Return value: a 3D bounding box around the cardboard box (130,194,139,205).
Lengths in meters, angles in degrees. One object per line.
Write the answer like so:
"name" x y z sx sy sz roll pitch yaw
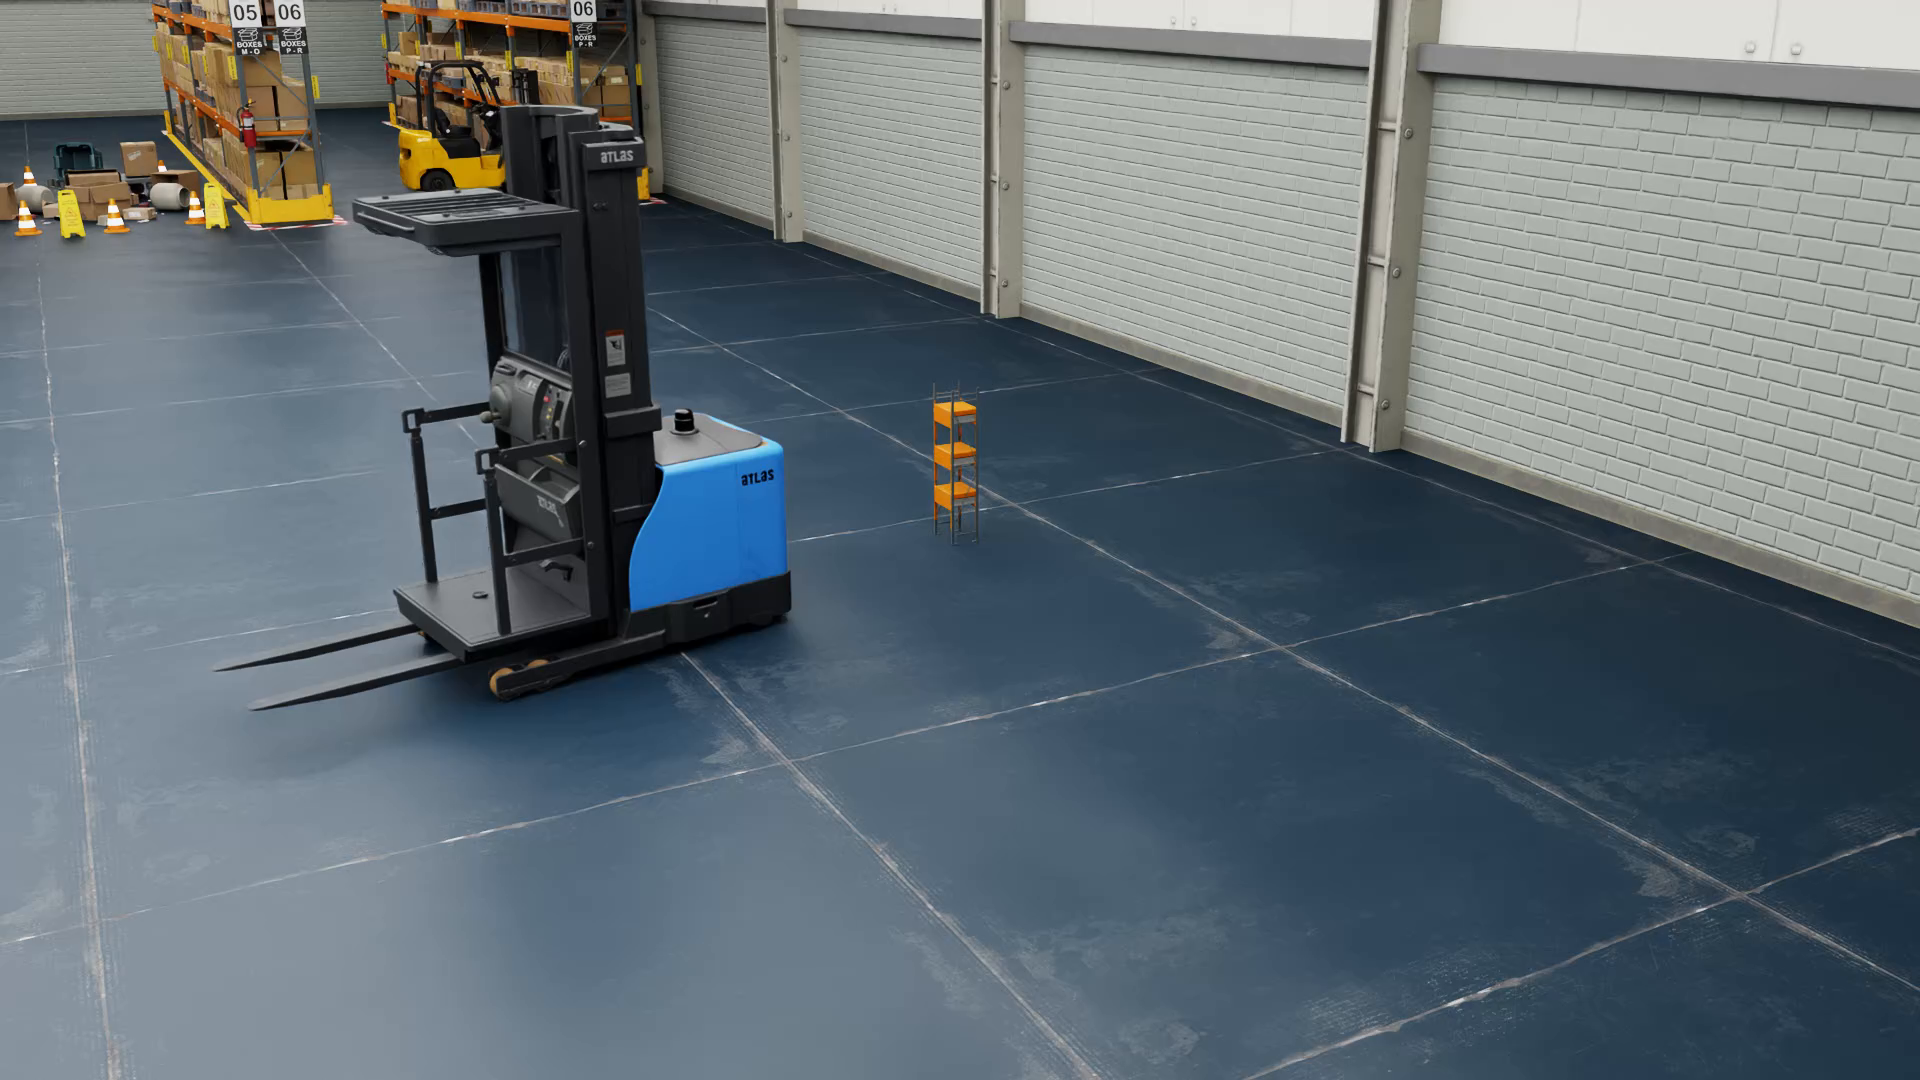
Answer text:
"cardboard box" -13.474 -5.534 26.763 0.396 0.266 0.258 7 20 20

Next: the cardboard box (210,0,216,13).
"cardboard box" -11.283 -8.275 25.690 0.500 0.250 0.500 -10 21 -26

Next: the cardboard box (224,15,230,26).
"cardboard box" -10.635 -7.670 24.546 0.380 0.149 0.250 -10 21 -26

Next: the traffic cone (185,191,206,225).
"traffic cone" -11.412 -4.969 24.823 0.336 0.463 0.334 -10 21 -27

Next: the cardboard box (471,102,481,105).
"cardboard box" -10.323 -9.357 35.844 0.380 0.149 0.250 -10 21 -26

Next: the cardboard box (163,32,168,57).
"cardboard box" -16.722 -10.594 35.548 0.500 0.500 0.500 -10 21 -26

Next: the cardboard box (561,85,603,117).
"cardboard box" -6.171 -7.163 27.137 0.500 0.500 0.500 -11 22 -28

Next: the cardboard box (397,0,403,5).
"cardboard box" -12.592 -12.254 37.831 0.380 0.149 0.250 -10 21 -26

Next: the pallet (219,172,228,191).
"pallet" -12.343 -6.298 29.060 1.003 0.211 1.213 -10 21 -27

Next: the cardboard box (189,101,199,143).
"cardboard box" -15.406 -8.718 34.412 0.875 0.875 0.875 -9 21 -25

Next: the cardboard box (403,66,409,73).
"cardboard box" -12.678 -10.902 38.513 0.380 0.149 0.250 -9 21 -25

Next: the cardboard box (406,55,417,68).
"cardboard box" -12.337 -10.925 37.966 0.500 0.250 0.500 -10 21 -27

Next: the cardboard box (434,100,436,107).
"cardboard box" -11.468 -9.639 36.661 0.380 0.149 0.250 -9 21 -24

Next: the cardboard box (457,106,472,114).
"cardboard box" -10.291 -8.976 34.740 0.380 0.149 0.250 -9 21 -25

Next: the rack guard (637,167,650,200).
"rack guard" -5.694 -5.826 27.250 1.175 0.500 0.348 -10 21 -27

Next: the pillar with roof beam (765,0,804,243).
"pillar with roof beam" -6.183 -7.801 19.943 9.100 9.000 0.400 -10 21 -27

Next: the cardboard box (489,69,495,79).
"cardboard box" -8.552 -8.724 31.279 0.500 0.250 0.500 -10 21 -26

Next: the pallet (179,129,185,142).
"pallet" -16.646 -8.953 36.753 1.003 0.211 1.213 -10 21 -27

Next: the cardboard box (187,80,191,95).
"cardboard box" -14.596 -8.720 32.033 0.500 0.250 0.500 -10 21 -26

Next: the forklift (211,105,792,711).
"forklift" -2.458 -0.740 8.783 3.031 2.935 1.130 -14 24 -36

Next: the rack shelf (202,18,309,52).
"rack shelf" -11.022 -7.897 25.923 1.077 0.370 4.000 -10 21 -27

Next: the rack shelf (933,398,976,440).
"rack shelf" -0.025 -0.770 10.916 0.215 0.259 0.240 -10 21 -27

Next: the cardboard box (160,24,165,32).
"cardboard box" -17.046 -11.068 35.928 0.380 0.149 0.250 -11 22 -28

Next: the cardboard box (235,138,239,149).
"cardboard box" -11.032 -6.162 25.818 0.380 0.149 0.250 -10 21 -26

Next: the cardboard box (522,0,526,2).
"cardboard box" -7.294 -9.312 28.508 0.380 0.149 0.250 -9 21 -25

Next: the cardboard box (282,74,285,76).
"cardboard box" -11.291 -7.345 27.210 0.500 0.500 0.500 -9 21 -25

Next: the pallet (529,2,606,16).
"pallet" -6.602 -8.949 28.003 1.003 0.211 1.213 -10 21 -27

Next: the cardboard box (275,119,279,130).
"cardboard box" -10.184 -6.326 25.251 0.380 0.149 0.250 -10 21 -26

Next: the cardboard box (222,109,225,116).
"cardboard box" -11.939 -7.070 27.407 0.380 0.149 0.250 -9 21 -25

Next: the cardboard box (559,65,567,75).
"cardboard box" -6.354 -7.716 27.292 0.380 0.149 0.250 -9 21 -25

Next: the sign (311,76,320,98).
"sign" -9.595 -6.738 24.733 0.100 0.325 0.005 -10 21 -27

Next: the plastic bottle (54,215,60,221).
"plastic bottle" -13.613 -4.875 25.166 0.283 0.061 0.133 16 25 39

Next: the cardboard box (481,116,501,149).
"cardboard box" -8.903 -8.020 32.771 0.875 0.625 0.625 -9 21 -25

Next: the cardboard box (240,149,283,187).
"cardboard box" -10.682 -5.688 25.438 0.500 0.500 0.500 -10 21 -26

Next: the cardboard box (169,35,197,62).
"cardboard box" -15.815 -10.039 33.939 0.500 0.500 0.500 -10 21 -26

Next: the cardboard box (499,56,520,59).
"cardboard box" -8.880 -9.462 32.805 0.380 0.149 0.250 -10 21 -27

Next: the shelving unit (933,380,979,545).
"shelving unit" -0.025 -0.512 11.005 0.215 1.050 0.252 -10 21 -27

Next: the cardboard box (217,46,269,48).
"cardboard box" -11.188 -7.460 26.010 0.700 0.500 0.500 -10 21 -27

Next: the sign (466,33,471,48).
"sign" -10.917 -11.094 36.908 0.100 0.325 0.005 -10 21 -27

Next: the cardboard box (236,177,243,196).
"cardboard box" -11.185 -5.633 26.430 0.500 0.250 0.500 -11 22 -29

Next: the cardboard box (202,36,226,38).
"cardboard box" -14.862 -9.824 33.318 0.500 0.500 0.500 -9 21 -25

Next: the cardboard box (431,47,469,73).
"cardboard box" -10.753 -10.158 35.174 0.700 0.500 0.500 -10 21 -27

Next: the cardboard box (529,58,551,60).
"cardboard box" -7.382 -8.387 29.236 0.380 0.149 0.250 -10 22 -28

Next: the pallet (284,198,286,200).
"pallet" -10.463 -5.187 25.841 1.003 0.211 1.213 -10 21 -27

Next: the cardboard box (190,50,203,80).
"cardboard box" -13.861 -8.763 30.675 0.500 0.500 0.500 -11 22 -28

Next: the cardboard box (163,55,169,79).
"cardboard box" -17.204 -10.413 36.558 0.500 0.500 0.500 -10 21 -27

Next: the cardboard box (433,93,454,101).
"cardboard box" -11.302 -9.712 36.418 0.380 0.149 0.250 -11 22 -29

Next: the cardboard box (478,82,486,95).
"cardboard box" -9.024 -8.783 32.217 0.500 0.250 0.500 -11 22 -28

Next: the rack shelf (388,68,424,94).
"rack shelf" -12.354 -10.694 38.626 1.077 0.370 4.000 -10 21 -27

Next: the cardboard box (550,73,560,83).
"cardboard box" -6.610 -7.720 27.757 0.380 0.149 0.250 -11 22 -28

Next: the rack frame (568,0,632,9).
"rack frame" -5.706 -9.851 25.883 1.000 3.000 0.127 -10 21 -27
